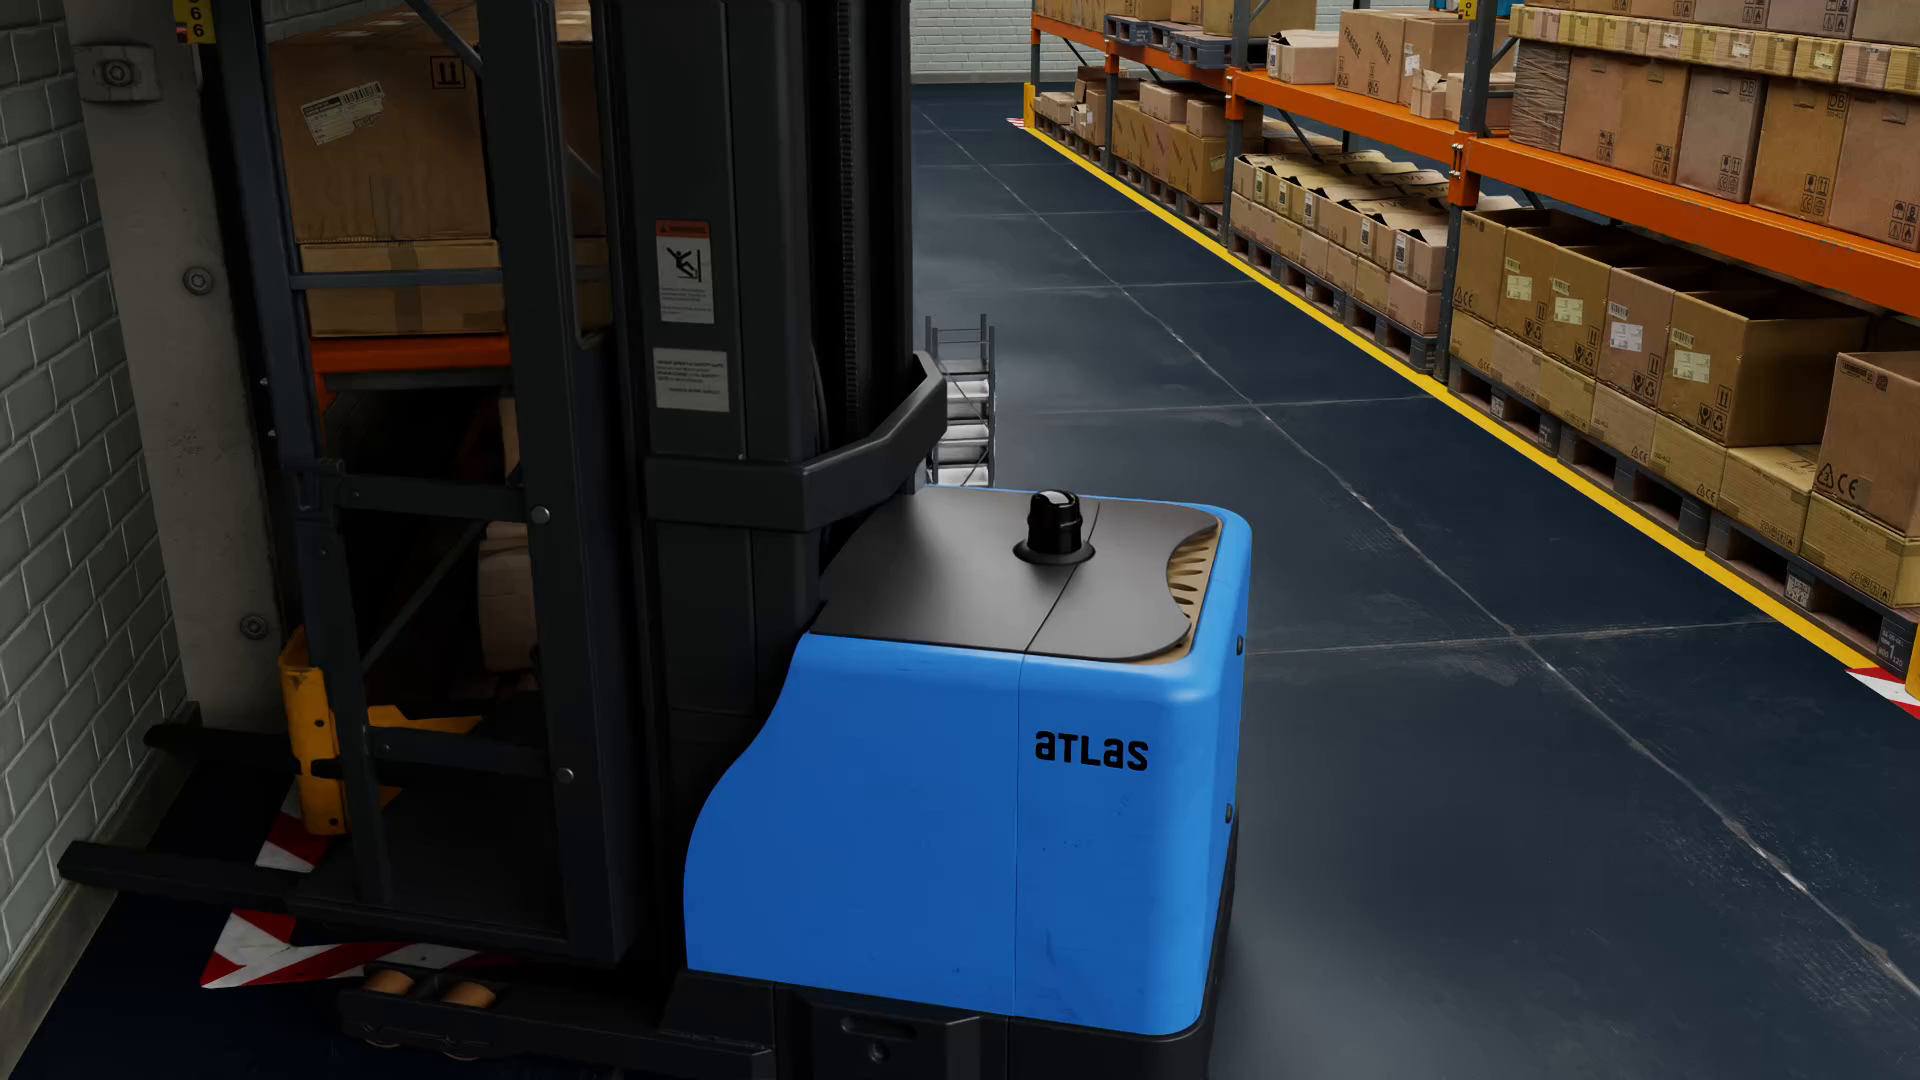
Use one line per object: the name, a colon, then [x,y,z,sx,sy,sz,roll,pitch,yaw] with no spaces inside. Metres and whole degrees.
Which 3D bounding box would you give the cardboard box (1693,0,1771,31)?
cardboard box: [3.371,-2.272,6.516,0.700,0.500,0.500,-3,21,-8]

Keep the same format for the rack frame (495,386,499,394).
rack frame: [-1.818,-2.041,7.894,1.000,3.000,0.127,-3,21,-8]

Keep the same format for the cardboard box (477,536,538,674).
cardboard box: [-1.252,0.153,5.233,0.500,0.311,0.500,-5,21,-14]

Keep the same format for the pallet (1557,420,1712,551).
pallet: [3.336,-0.285,7.178,1.003,0.211,1.213,-3,21,-8]

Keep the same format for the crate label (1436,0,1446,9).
crate label: [5.966,-6.543,20.102,0.416,0.233,0.303,-3,21,-8]

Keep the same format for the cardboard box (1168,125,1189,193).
cardboard box: [2.066,-3.204,13.950,0.500,0.500,0.500,-4,21,-10]

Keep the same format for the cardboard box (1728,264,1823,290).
cardboard box: [3.589,-0.884,7.053,0.500,0.500,0.500,-3,21,-8]

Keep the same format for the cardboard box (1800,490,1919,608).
cardboard box: [3.291,0.013,5.723,0.500,0.250,0.500,-3,21,-8]

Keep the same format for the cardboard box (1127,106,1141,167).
cardboard box: [1.847,-3.733,15.369,0.500,0.500,0.500,-3,21,-7]

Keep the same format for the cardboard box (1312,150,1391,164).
cardboard box: [2.826,-2.680,12.132,0.500,0.311,0.500,-2,21,-6]

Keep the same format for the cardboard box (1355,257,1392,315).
cardboard box: [2.666,-1.505,9.789,0.500,0.250,0.500,-3,21,-9]

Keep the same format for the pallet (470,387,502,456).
pallet: [-1.686,-0.504,7.764,1.003,0.211,1.213,-3,21,-8]

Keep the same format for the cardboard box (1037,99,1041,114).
cardboard box: [1.110,-5.077,19.443,0.380,0.166,0.250,-3,21,-8]

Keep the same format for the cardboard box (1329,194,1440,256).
cardboard box: [2.591,-1.942,10.157,0.500,0.311,0.500,-3,21,-8]

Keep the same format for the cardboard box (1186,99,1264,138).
cardboard box: [2.128,-3.395,13.391,0.500,0.250,0.500,-2,21,-6]

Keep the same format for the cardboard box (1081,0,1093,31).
cardboard box: [1.529,-5.448,16.872,0.500,0.500,0.500,-2,21,-6]

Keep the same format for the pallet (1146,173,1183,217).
pallet: [2.264,-3.053,14.588,1.003,0.211,1.213,-3,21,-8]

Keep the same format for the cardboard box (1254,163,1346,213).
cardboard box: [2.376,-2.471,11.573,0.500,0.311,0.500,-3,21,-9]

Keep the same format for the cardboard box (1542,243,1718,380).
cardboard box: [2.985,-1.030,7.444,0.500,0.500,0.500,-3,21,-8]

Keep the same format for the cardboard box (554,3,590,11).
cardboard box: [-1.228,-1.656,5.977,0.500,0.500,0.500,-2,21,-6]

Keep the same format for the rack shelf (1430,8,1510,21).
rack shelf: [6.544,-5.666,18.628,1.077,0.370,4.000,-3,21,-8]

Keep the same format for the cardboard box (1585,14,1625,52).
cardboard box: [3.045,-2.273,7.446,0.380,0.149,0.250,-3,21,-8]

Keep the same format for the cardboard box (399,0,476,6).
cardboard box: [-1.819,-1.806,6.379,0.500,0.500,0.500,-2,21,-6]

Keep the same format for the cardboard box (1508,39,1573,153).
cardboard box: [3.154,-2.186,8.139,0.700,0.500,0.500,-3,21,-9]

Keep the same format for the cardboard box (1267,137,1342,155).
cardboard box: [2.724,-2.884,13.095,0.500,0.500,0.500,-2,21,-5]

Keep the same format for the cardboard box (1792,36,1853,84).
cardboard box: [3.268,-1.738,6.012,0.380,0.149,0.250,-2,21,-6]

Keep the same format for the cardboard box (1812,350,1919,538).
cardboard box: [3.288,-0.338,5.592,0.500,0.500,0.500,-3,21,-8]

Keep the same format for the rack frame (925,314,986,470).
rack frame: [-0.016,-0.460,6.660,0.240,0.900,0.006,-3,21,-8]

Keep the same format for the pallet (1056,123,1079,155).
pallet: [1.653,-4.417,18.241,1.003,0.211,1.213,-3,21,-8]

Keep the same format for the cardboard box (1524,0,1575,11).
cardboard box: [3.154,-2.794,7.912,0.700,0.500,0.500,-3,21,-7]

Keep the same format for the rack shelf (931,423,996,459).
rack shelf: [-0.001,-0.393,6.578,0.258,0.077,0.200,-3,21,-8]

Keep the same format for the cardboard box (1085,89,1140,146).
cardboard box: [1.568,-4.280,16.833,0.500,0.500,0.500,-3,21,-8]

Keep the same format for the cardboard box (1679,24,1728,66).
cardboard box: [3.158,-2.004,6.725,0.380,0.149,0.250,-3,21,-8]

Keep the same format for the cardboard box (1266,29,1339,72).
cardboard box: [2.516,-3.507,11.947,0.500,0.311,0.500,-2,21,-4]

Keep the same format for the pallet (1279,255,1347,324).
pallet: [2.760,-1.662,10.866,1.003,0.211,1.213,-3,21,-8]

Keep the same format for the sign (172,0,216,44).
sign: [-1.793,-1.326,3.872,0.100,0.325,0.005,-3,21,-8]

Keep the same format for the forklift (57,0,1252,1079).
forklift: [-0.889,-0.403,3.606,3.031,2.935,1.130,5,21,12]

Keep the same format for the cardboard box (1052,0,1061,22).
cardboard box: [1.306,-5.975,18.283,0.500,0.500,0.500,-3,21,-8]

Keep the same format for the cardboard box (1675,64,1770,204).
cardboard box: [3.380,-1.652,6.710,0.700,0.500,0.500,-2,21,-6]

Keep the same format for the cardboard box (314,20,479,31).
cardboard box: [-1.582,-1.274,4.954,0.500,0.500,0.500,-3,21,-7]

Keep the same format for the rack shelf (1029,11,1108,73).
rack shelf: [1.642,-5.418,17.962,1.077,0.370,4.000,-3,21,-8]

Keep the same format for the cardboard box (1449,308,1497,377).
cardboard box: [2.850,-1.025,8.503,0.500,0.250,0.500,-3,21,-8]

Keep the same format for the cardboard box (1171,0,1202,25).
cardboard box: [2.246,-4.697,14.262,0.700,0.500,0.500,-8,22,-21]

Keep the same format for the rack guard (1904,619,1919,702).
rack guard: [3.664,0.272,5.274,1.175,0.500,0.348,-3,21,-8]

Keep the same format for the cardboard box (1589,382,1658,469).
cardboard box: [3.062,-0.506,7.112,0.500,0.250,0.500,-3,21,-8]

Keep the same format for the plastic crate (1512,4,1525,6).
plastic crate: [6.284,-5.803,18.257,0.293,0.136,0.466,-3,21,-8]

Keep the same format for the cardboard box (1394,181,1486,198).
cardboard box: [3.048,-2.152,10.718,0.500,0.311,0.500,-2,21,-6]

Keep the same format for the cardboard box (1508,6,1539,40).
cardboard box: [2.931,-2.540,8.160,0.380,0.149,0.250,-3,21,-8]

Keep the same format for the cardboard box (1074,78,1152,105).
cardboard box: [1.654,-4.749,18.083,0.797,0.503,0.637,-3,21,-8]

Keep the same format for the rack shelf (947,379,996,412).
rack shelf: [-0.001,-0.562,6.515,0.258,0.077,0.200,-3,21,-8]

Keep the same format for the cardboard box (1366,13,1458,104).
cardboard box: [2.841,-2.962,10.216,0.500,0.500,0.500,-3,21,-8]

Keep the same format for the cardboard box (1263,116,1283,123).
cardboard box: [2.495,-3.420,14.529,0.500,0.500,0.500,-4,21,-10]

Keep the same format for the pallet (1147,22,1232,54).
pallet: [2.222,-4.260,14.110,1.003,0.211,1.213,-3,21,-8]

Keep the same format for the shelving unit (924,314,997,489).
shelving unit: [-0.001,-0.424,6.566,0.258,0.900,0.210,-3,21,-8]

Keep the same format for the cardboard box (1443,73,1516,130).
cardboard box: [2.969,-2.390,9.043,0.500,0.250,0.500,-2,21,-4]

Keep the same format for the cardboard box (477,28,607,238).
cardboard box: [-1.013,-1.127,4.561,0.500,0.500,0.500,-3,21,-8]

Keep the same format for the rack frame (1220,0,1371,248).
rack frame: [2.507,-3.677,12.275,1.000,3.000,0.127,-3,21,-8]

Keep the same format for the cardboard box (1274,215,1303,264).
cardboard box: [2.446,-2.036,11.210,0.500,0.250,0.500,-3,21,-9]
